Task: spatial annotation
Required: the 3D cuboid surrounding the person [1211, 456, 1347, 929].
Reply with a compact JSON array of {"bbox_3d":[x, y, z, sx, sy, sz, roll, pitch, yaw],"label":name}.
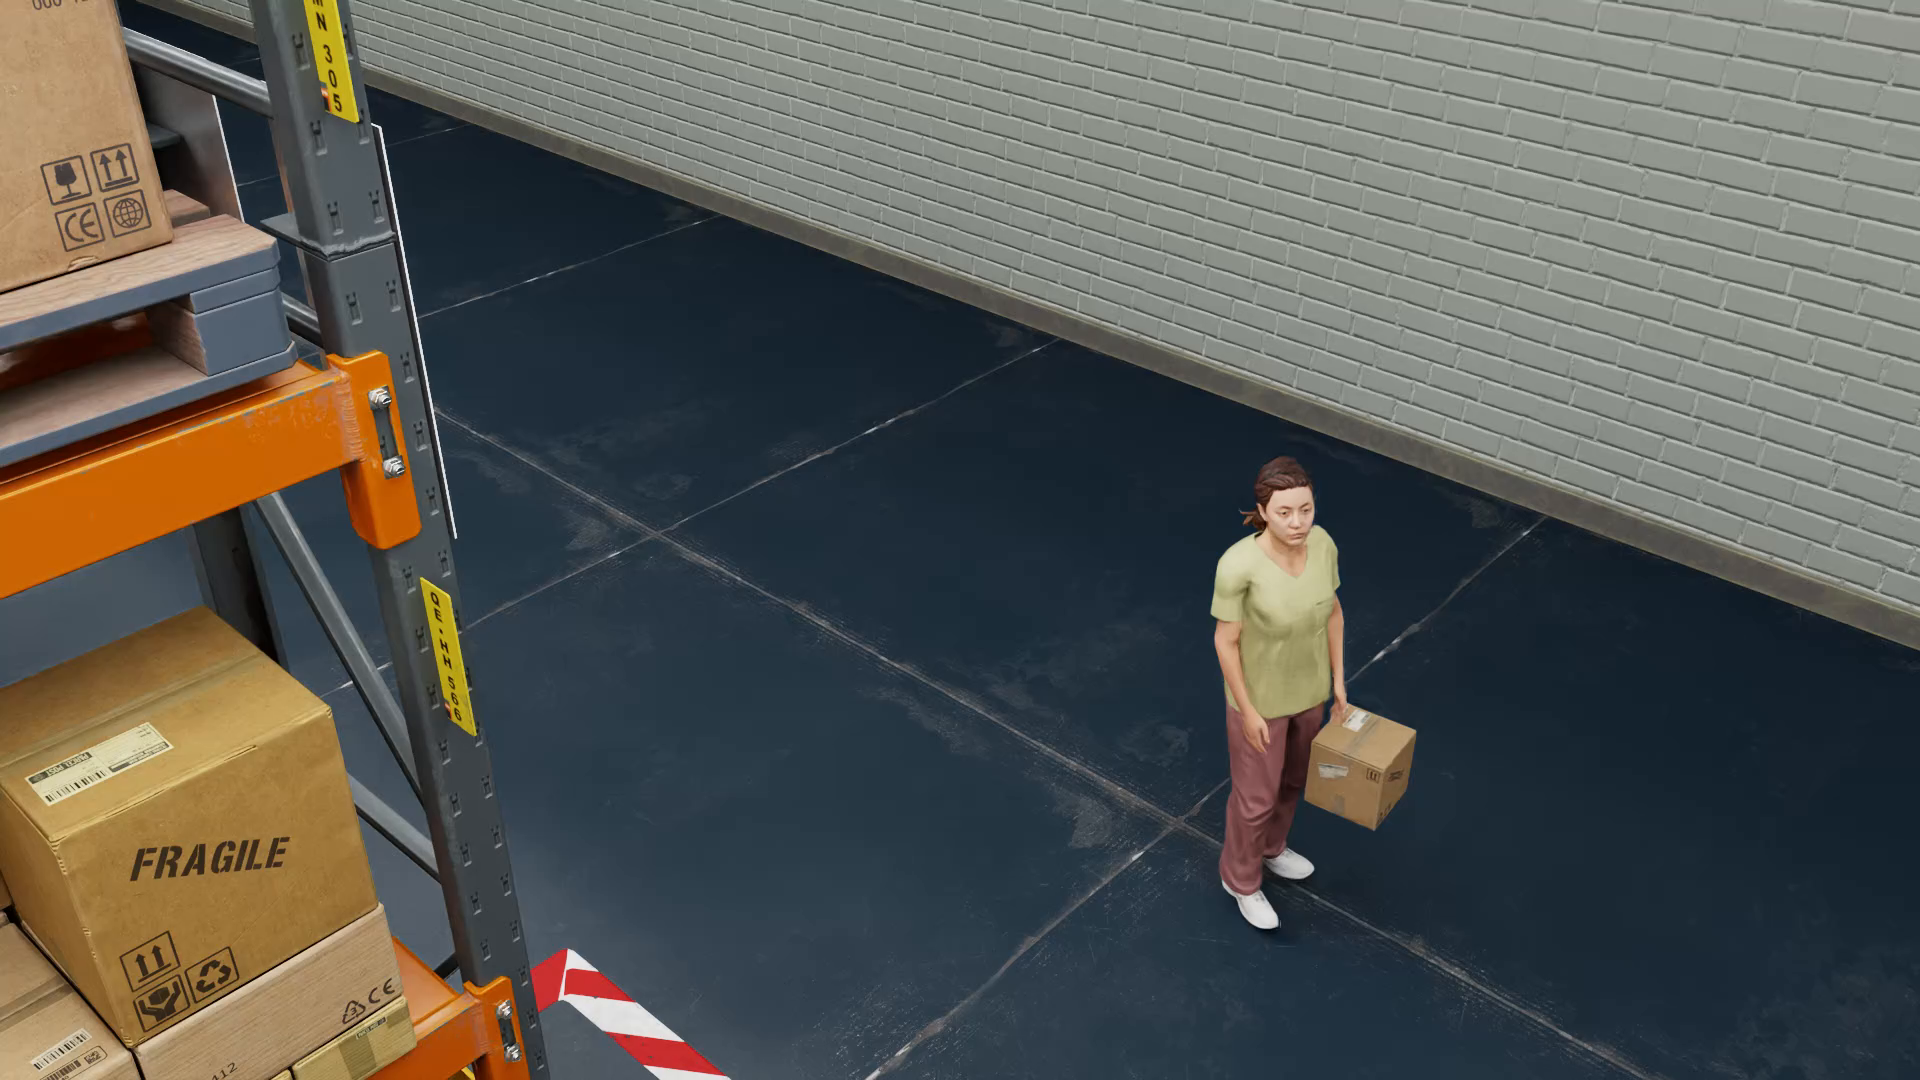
[{"bbox_3d":[1.007,0.497,5.324,0.473,1.669,0.433,-15,34,-22],"label":"person"}]
